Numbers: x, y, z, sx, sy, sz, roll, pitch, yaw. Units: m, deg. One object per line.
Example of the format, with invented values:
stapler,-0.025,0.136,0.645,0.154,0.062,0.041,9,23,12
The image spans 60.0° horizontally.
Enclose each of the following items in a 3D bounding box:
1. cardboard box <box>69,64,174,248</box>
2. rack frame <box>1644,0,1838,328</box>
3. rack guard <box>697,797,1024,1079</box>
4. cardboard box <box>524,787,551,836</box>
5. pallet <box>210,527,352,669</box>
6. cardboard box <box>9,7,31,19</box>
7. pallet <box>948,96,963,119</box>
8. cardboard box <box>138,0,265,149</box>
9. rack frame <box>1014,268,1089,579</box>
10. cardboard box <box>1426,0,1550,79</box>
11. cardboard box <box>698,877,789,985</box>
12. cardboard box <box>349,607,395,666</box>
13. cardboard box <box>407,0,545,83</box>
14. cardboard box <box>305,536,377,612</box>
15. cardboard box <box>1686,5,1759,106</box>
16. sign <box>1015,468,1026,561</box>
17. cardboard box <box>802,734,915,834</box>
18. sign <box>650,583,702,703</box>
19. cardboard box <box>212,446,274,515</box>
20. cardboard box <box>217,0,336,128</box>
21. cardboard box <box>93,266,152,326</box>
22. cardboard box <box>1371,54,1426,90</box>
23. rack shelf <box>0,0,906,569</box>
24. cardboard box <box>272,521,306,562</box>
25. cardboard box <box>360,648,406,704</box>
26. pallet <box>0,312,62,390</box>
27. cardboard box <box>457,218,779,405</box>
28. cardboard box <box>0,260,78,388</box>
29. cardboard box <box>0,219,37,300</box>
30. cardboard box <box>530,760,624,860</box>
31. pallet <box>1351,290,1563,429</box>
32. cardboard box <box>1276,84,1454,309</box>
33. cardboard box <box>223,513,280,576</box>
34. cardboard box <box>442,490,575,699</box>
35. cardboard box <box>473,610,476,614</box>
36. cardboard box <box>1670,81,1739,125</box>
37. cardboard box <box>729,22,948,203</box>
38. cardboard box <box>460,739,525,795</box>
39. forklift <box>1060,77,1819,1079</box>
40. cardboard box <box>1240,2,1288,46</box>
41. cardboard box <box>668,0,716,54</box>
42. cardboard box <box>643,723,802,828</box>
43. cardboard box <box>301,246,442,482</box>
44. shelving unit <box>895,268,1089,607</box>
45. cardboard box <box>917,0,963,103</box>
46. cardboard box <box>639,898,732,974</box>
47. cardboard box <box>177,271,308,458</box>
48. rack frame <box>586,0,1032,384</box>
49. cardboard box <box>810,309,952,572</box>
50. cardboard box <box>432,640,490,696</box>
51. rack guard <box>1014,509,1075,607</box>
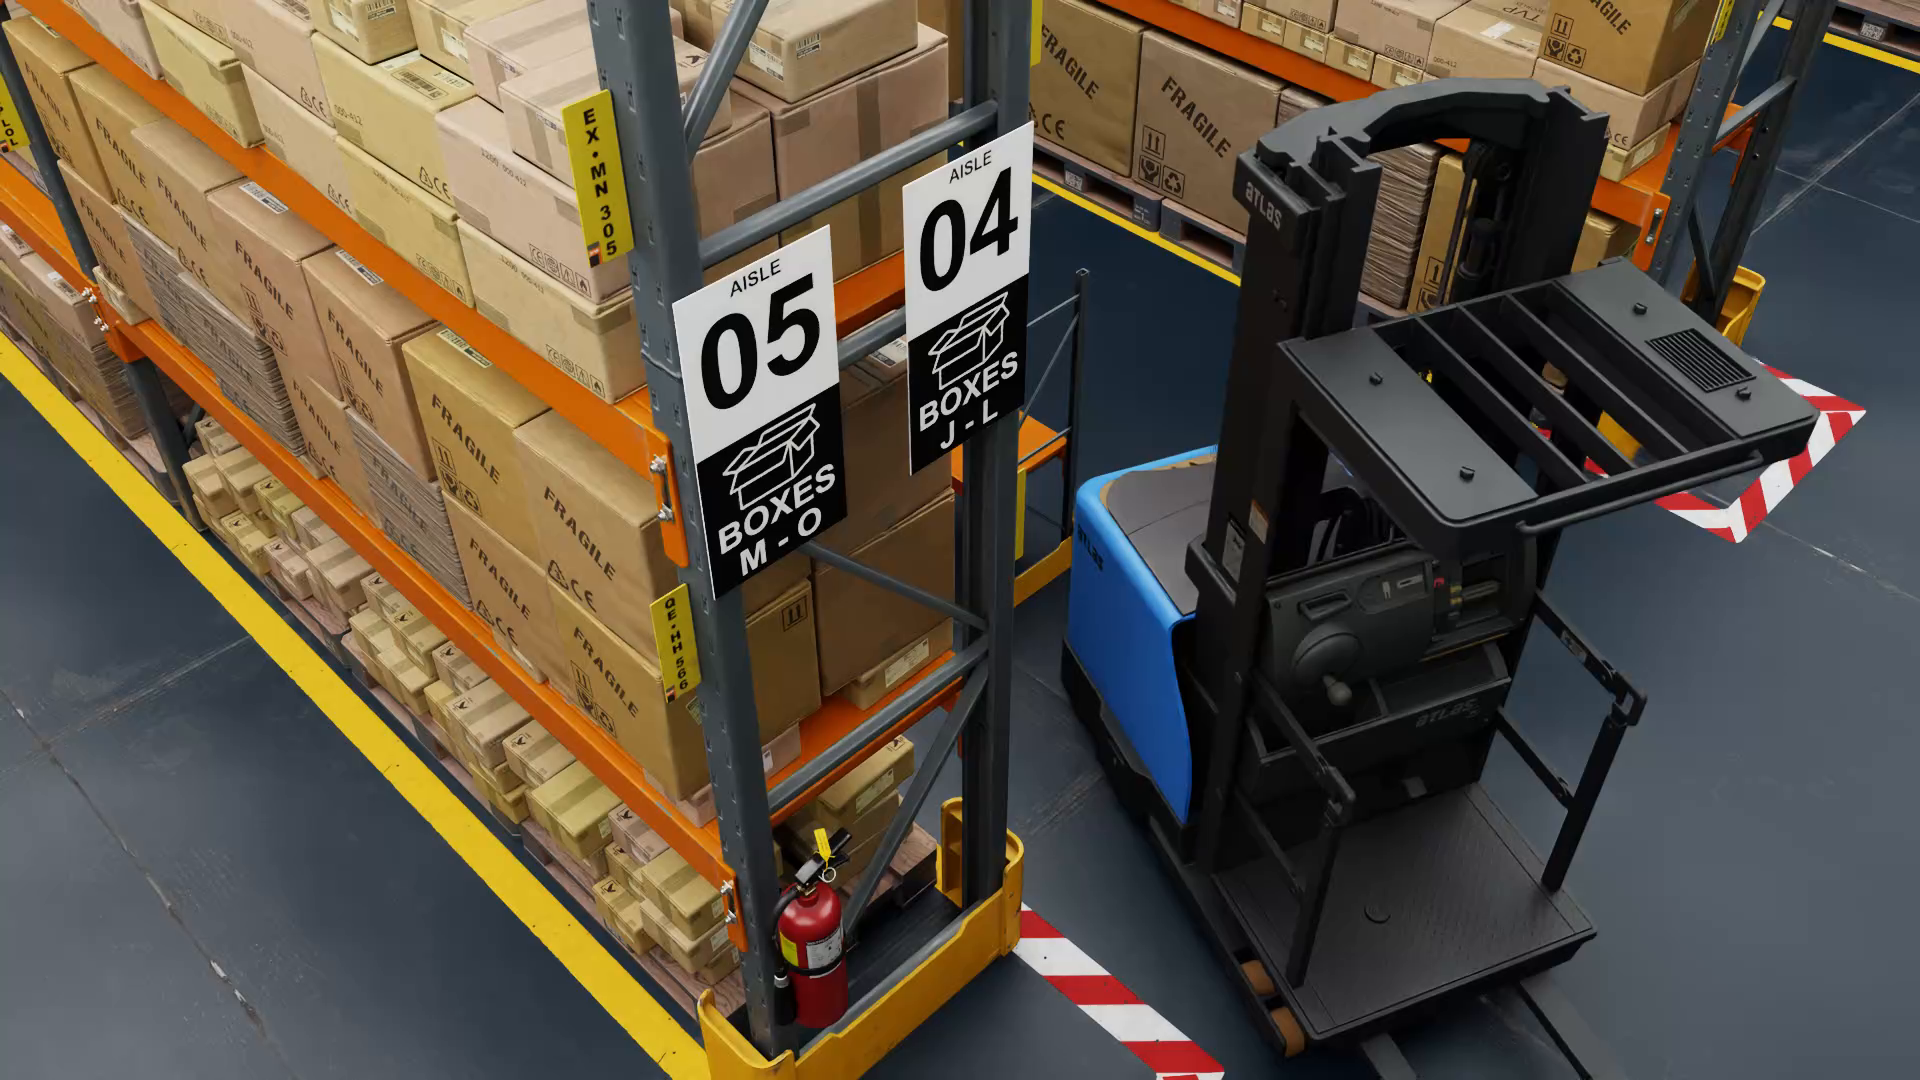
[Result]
cardboard box,-2.544,-1.335,5.572,0.500,0.500,0.500,33,52,30
rack frame,3.341,-1.803,7.109,1.000,3.000,0.127,-34,53,-31
rack guard,-0.296,1.407,5.477,1.175,0.500,0.348,-34,53,-31
cardboard box,-1.324,0.909,5.964,0.380,0.149,0.250,-34,52,-31
pallet,-2.568,-0.067,7.284,1.003,0.211,1.213,-34,53,-31
cardboard box,-3.860,-2.030,6.792,0.250,0.149,0.380,33,52,30
pallet,-0.082,-3.036,10.497,1.003,0.211,1.213,-34,53,-31
cardboard box,-1.847,-1.346,4.514,0.500,0.250,0.500,-32,51,-30
rack frame,0.299,-0.348,6.638,0.500,1.500,0.032,-34,53,-31
cardboard box,2.453,-2.207,7.437,0.500,0.250,0.500,33,52,31
cardboard box,-0.762,1.265,5.579,0.380,0.149,0.250,-33,52,-31
cardboard box,-2.099,0.319,6.384,0.250,0.149,0.380,34,52,31
cardboard box,-0.972,-1.159,3.649,0.250,0.149,0.380,33,52,30
cardboard box,-2.282,0.077,6.427,0.380,0.149,0.250,-33,52,-30
cardboard box,3.193,-2.218,7.448,0.500,0.250,0.500,33,52,30
sign,0.142,-0.053,4.577,0.100,0.325,0.005,-34,53,-31
cardboard box,-0.372,0.785,5.661,0.250,0.149,0.380,32,51,30
sign,-0.650,0.240,3.811,0.100,0.325,0.005,-34,53,-31
cardboard box,-2.818,-0.297,6.831,0.380,0.149,0.250,-31,51,-29
cardboard box,-1.470,-1.297,4.093,0.500,0.250,0.500,-33,52,-31
cardboard box,-3.099,-1.012,6.437,0.380,0.149,0.250,-32,52,-30
cardboard box,2.134,-2.215,7.739,0.250,0.149,0.380,33,52,31
rack shelf,-1.655,-1.273,4.855,1.077,0.370,4.000,-34,53,-31
cardboard box,-2.598,-0.107,6.845,0.250,0.149,0.380,34,52,31
cardboard box,-2.093,0.429,6.484,0.250,0.149,0.380,33,52,30
pallet,-4.484,-1.332,8.654,1.003,0.211,1.213,-34,53,-31
cardboard box,-0.751,-0.613,3.721,0.500,0.250,0.500,33,52,31
cardboard box,-4.130,-1.115,7.896,0.500,0.500,0.500,33,52,30
cardboard box,-4.126,-1.399,7.651,0.500,0.250,0.500,-32,51,-30
cardboard box,-1.205,0.855,5.585,0.250,0.149,0.380,33,52,31
pallet,2.721,-1.126,8.430,1.003,0.211,1.213,-34,53,-31
cardboard box,2.189,-1.884,8.452,0.875,0.875,0.875,-34,53,-31
cardboard box,-2.850,-0.047,7.000,0.380,0.149,0.250,-33,52,-30
cardboard box,-1.102,0.037,4.825,0.500,0.500,0.500,33,52,31
cardboard box,-1.372,0.093,5.241,0.250,0.149,0.380,32,51,30
cardboard box,3.324,-2.040,7.550,0.380,0.149,0.250,-33,52,-31
cardboard box,-0.376,-1.045,3.820,0.500,0.250,0.500,-33,52,-31
cardboard box,-1.560,0.700,5.971,0.380,0.149,0.250,-33,52,-31
forklift,1.424,0.305,4.878,1.130,2.935,3.031,-15,45,-16
cardboard box,1.591,-2.583,8.138,0.250,0.149,0.380,33,52,30
cardboard box,-0.477,-1.247,3.745,0.380,0.149,0.250,-32,51,-30
cardboard box,-0.673,0.596,4.697,0.380,0.149,0.250,-34,53,-31
cardboard box,-1.473,-0.578,4.753,0.500,0.500,0.500,-31,51,-29
shelving unit,-0.054,-0.587,6.898,0.587,1.500,1.083,-34,53,-31
cardboard box,0.050,-3.397,10.090,1.225,0.875,0.875,-34,52,-31
cardboard box,-0.817,1.192,5.439,0.250,0.149,0.380,33,52,30
cardboard box,-2.211,-0.691,5.612,0.500,0.500,0.500,33,52,31
rack frame,-0.243,-1.678,2.553,1.000,3.000,0.127,-34,53,-31
cardboard box,-0.372,-0.331,4.486,0.500,0.500,0.500,34,52,31
cardboard box,-1.680,0.418,6.058,0.250,0.149,0.380,32,52,30
rack guard,0.298,0.111,7.063,0.587,0.250,0.087,-34,53,-31
